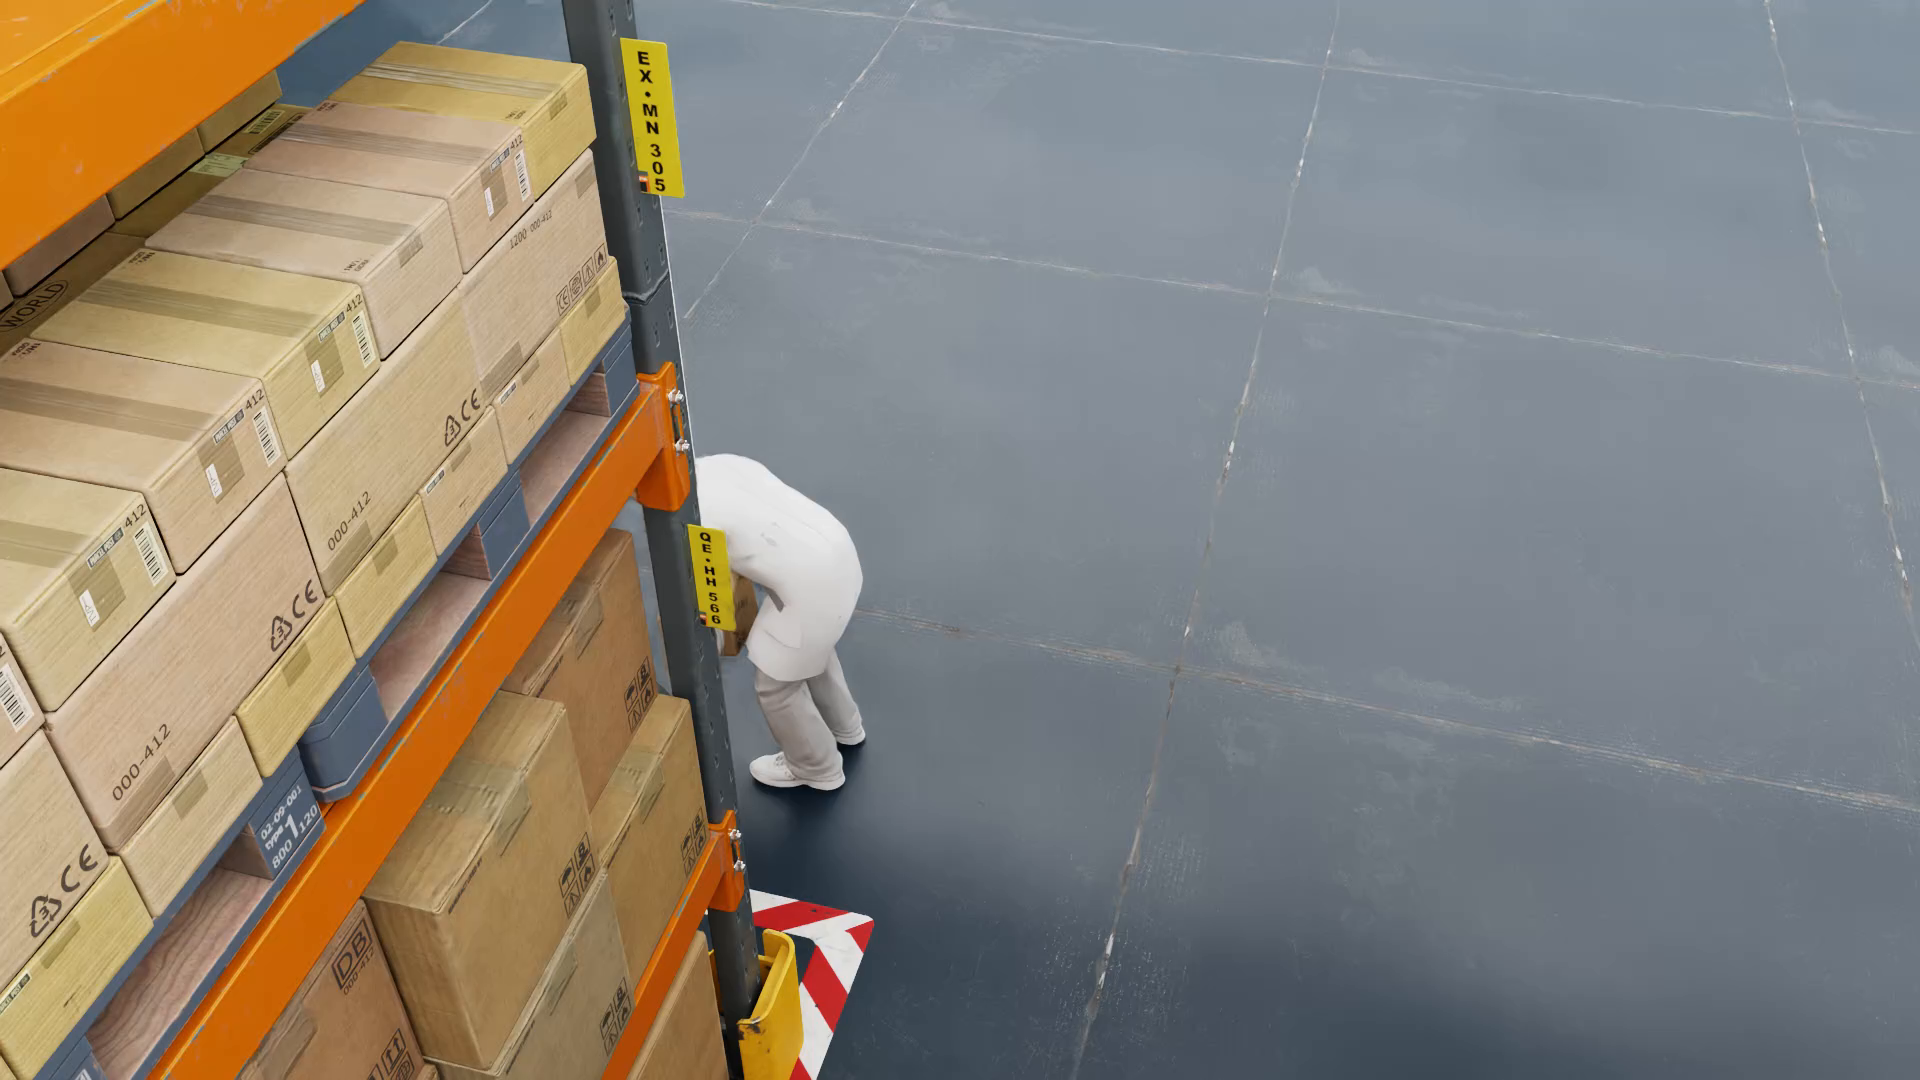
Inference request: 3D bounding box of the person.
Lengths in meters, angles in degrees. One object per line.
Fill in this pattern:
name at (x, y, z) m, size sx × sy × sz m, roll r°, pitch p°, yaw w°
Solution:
person at (-0.761, 0.249, 6.102) m, size 0.816 × 1.492 × 0.549 m, roll 9°, pitch 41°, yaw 10°
